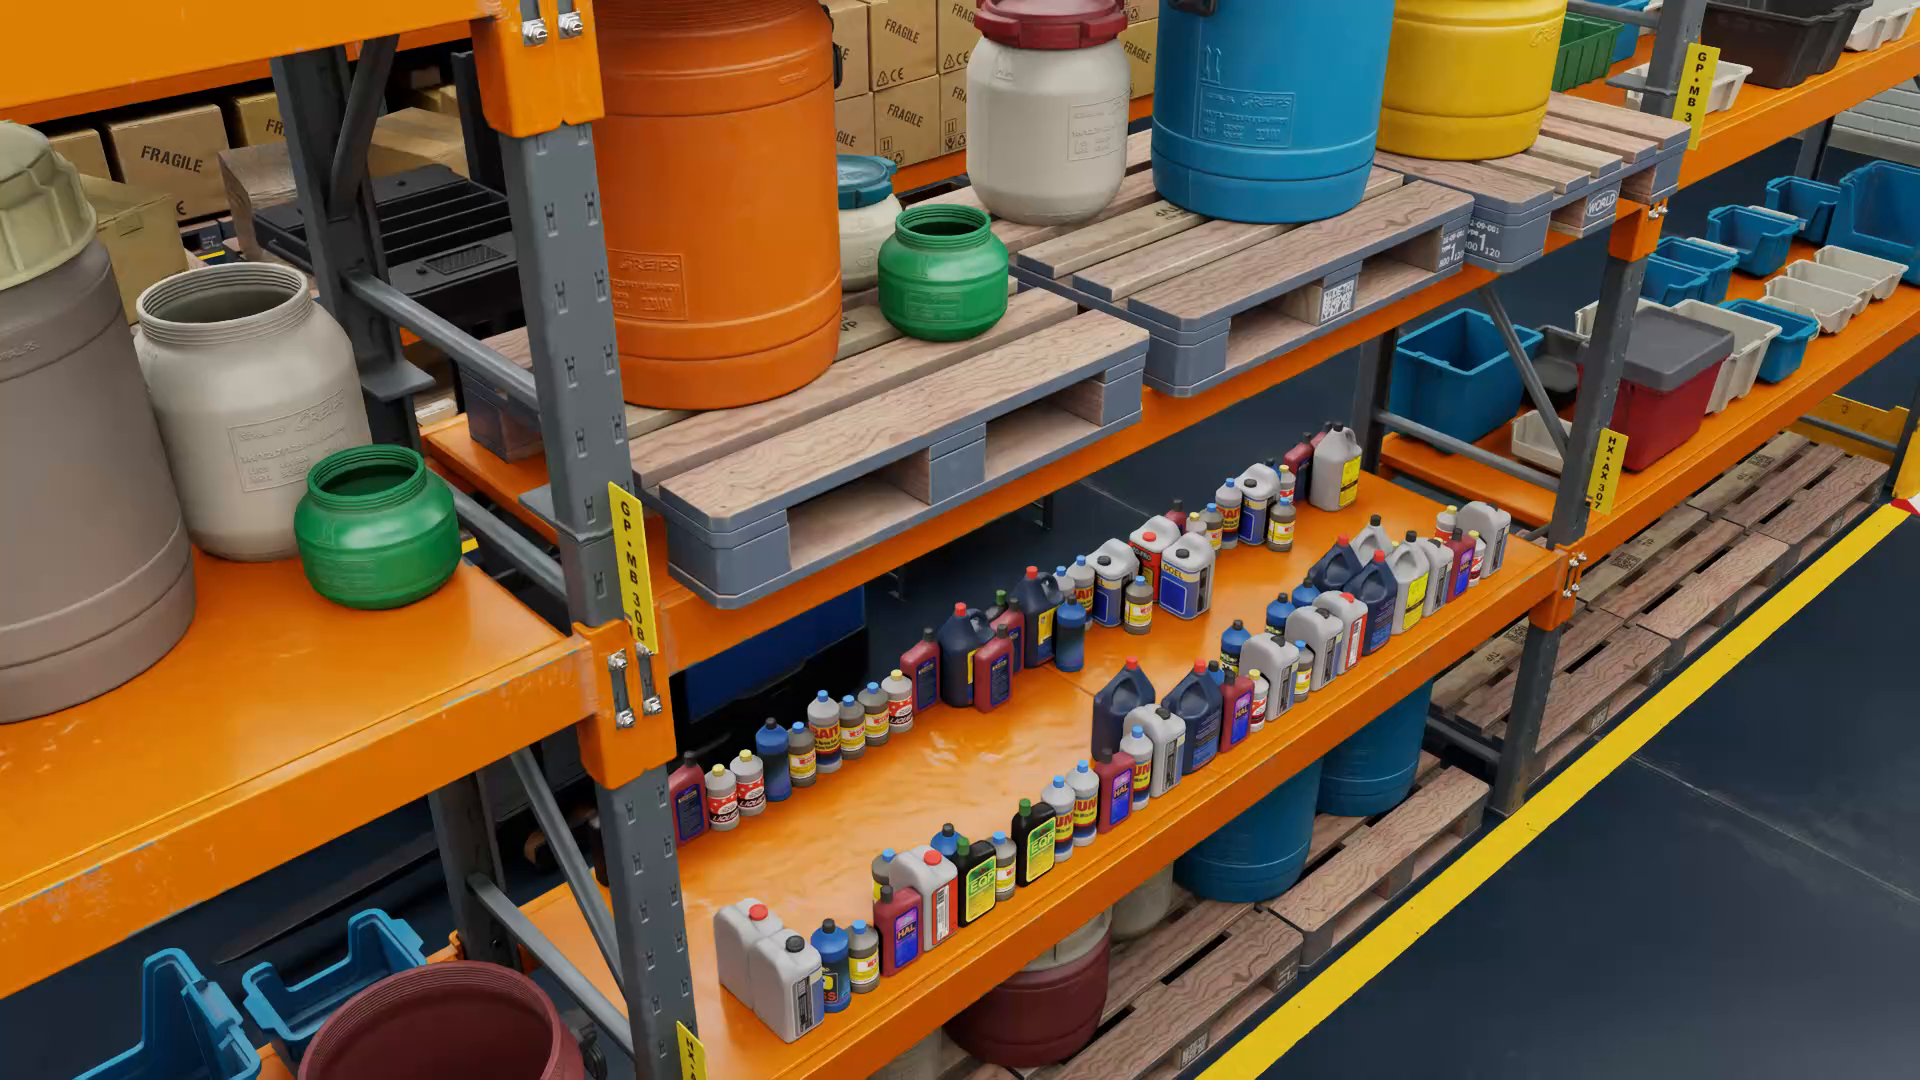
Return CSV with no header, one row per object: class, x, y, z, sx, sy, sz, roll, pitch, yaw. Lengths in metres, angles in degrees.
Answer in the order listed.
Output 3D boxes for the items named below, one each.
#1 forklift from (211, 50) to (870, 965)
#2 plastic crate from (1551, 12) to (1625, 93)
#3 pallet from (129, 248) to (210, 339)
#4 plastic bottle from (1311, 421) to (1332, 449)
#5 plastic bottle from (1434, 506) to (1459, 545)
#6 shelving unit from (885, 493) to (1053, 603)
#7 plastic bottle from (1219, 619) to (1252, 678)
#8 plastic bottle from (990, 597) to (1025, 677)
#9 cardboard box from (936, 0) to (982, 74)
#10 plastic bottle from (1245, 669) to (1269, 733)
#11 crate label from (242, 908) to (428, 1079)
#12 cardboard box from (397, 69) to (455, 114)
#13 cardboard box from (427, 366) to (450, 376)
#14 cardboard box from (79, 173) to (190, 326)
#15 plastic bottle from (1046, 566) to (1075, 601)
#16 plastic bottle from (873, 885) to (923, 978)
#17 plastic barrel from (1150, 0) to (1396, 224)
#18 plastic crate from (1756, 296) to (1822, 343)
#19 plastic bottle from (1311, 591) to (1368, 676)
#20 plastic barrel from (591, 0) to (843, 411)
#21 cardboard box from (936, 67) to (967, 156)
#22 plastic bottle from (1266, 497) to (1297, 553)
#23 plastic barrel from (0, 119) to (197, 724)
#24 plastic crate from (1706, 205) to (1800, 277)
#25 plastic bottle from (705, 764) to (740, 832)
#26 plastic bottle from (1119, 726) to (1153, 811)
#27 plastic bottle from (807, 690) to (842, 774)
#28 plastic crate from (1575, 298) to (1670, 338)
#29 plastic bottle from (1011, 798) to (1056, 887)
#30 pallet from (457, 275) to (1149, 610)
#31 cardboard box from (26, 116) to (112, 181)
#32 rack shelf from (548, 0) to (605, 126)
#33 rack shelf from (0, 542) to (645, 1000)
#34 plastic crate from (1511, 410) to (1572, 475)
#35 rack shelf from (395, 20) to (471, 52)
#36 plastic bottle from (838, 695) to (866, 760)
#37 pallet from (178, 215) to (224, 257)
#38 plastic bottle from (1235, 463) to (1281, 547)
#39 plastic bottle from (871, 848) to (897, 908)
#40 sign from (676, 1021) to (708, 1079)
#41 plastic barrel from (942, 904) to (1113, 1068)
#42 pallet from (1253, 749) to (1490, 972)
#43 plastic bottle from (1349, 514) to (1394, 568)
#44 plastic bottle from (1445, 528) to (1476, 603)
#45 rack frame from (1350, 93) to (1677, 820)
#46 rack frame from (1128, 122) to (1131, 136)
forklift,-1.804,-0.248,6.346,1.130,2.935,3.031,27,40,37
plastic crate,2.068,-1.794,6.136,0.662,0.188,0.450,-26,40,-35
pallet,-3.886,-1.001,7.696,1.003,0.211,1.213,-26,40,-35
plastic bottle,1.404,-0.322,6.513,0.133,0.283,0.061,-26,40,-35
plastic bottle,1.795,-0.031,6.116,0.097,0.201,0.097,0,31,0
shelving unit,-0.063,-0.610,8.309,1.048,1.500,0.538,-26,40,-35
plastic bottle,0.888,0.377,5.381,0.097,0.271,0.097,0,31,0
plastic bottle,0.149,0.329,5.449,0.133,0.283,0.061,-26,40,-35
cardboard box,-0.111,-3.129,9.937,0.500,0.500,0.500,-27,41,-37
plastic bottle,0.920,0.500,5.248,0.097,0.201,0.097,0,31,0
crate label,-1.534,1.158,4.142,0.416,0.233,0.303,-26,40,-35
cardboard box,-4.155,-3.467,13.538,0.500,0.500,0.700,-25,39,-35
cardboard box,-3.049,-0.730,9.044,0.500,0.500,0.500,28,41,37
cardboard box,-3.951,-1.304,7.509,0.700,0.500,0.500,15,35,23
plastic bottle,0.340,0.211,5.653,0.097,0.271,0.097,0,31,0
plastic bottle,-0.161,1.001,4.349,0.133,0.283,0.061,-26,40,-35
plastic barrel,0.815,-1.347,4.319,0.708,0.901,0.600,-26,40,-35
plastic crate,3.806,-0.994,7.696,0.250,0.136,0.298,-26,40,-35
plastic bottle,1.256,0.286,5.525,0.135,0.276,0.152,-26,40,-35
plastic barrel,-0.552,-0.762,3.431,0.708,0.830,0.600,-26,40,-35
cardboard box,-0.102,-2.713,10.216,0.500,0.500,0.500,-26,40,-36
plastic bottle,1.194,-0.064,6.170,0.097,0.201,0.097,0,31,0
plastic barrel,-1.720,-0.205,2.854,0.600,0.901,0.600,0,31,0
plastic crate,4.008,-1.516,8.457,0.300,0.233,0.416,-26,40,-35
plastic bottle,-0.698,0.743,4.850,0.097,0.201,0.097,0,31,0
plastic bottle,0.517,0.665,4.910,0.097,0.271,0.097,0,31,0
plastic bottle,-0.412,0.575,5.058,0.097,0.271,0.097,0,31,0
plastic crate,3.035,-0.984,7.679,0.466,0.136,0.293,-26,40,-35
plastic bottle,0.204,0.824,4.638,0.133,0.283,0.061,-26,40,-35
pallet,-0.343,-0.353,3.757,1.213,0.211,1.003,-26,40,-35
cardboard box,-6.431,-2.490,11.605,0.750,0.750,0.750,-26,40,-36
rack shelf,0.496,-1.711,3.995,4.000,0.370,1.077,-26,40,-35
rack shelf,-2.437,0.817,2.353,4.000,0.370,1.077,-26,40,-35
plastic crate,2.401,-0.362,6.662,0.243,0.136,0.396,-26,40,-35
rack shelf,-3.307,-4.531,13.974,4.000,0.370,1.077,-26,40,-35
plastic bottle,-0.341,0.570,5.133,0.097,0.201,0.097,0,31,0
pallet,-6.183,-2.201,12.147,1.213,0.211,1.003,-26,40,-35
plastic bottle,1.096,-0.137,6.218,0.135,0.276,0.152,-26,40,-35
plastic bottle,-0.193,0.930,4.544,0.097,0.201,0.097,0,31,0
sign,-0.591,1.219,3.725,0.005,0.325,0.100,-26,40,-35
plastic barrel,0.205,1.349,5.577,0.708,0.588,0.600,-26,40,-35
pallet,1.368,1.109,6.734,1.213,0.211,1.003,-26,40,-35
plastic bottle,1.413,0.079,5.793,0.185,0.351,0.144,-26,40,-35
plastic bottle,1.755,0.074,5.865,0.133,0.283,0.061,-26,40,-35
rack frame,1.963,-0.338,6.428,0.127,3.000,1.000,-26,40,-35
rack frame,1.530,-3.653,11.849,0.127,3.000,1.000,-26,40,-35
